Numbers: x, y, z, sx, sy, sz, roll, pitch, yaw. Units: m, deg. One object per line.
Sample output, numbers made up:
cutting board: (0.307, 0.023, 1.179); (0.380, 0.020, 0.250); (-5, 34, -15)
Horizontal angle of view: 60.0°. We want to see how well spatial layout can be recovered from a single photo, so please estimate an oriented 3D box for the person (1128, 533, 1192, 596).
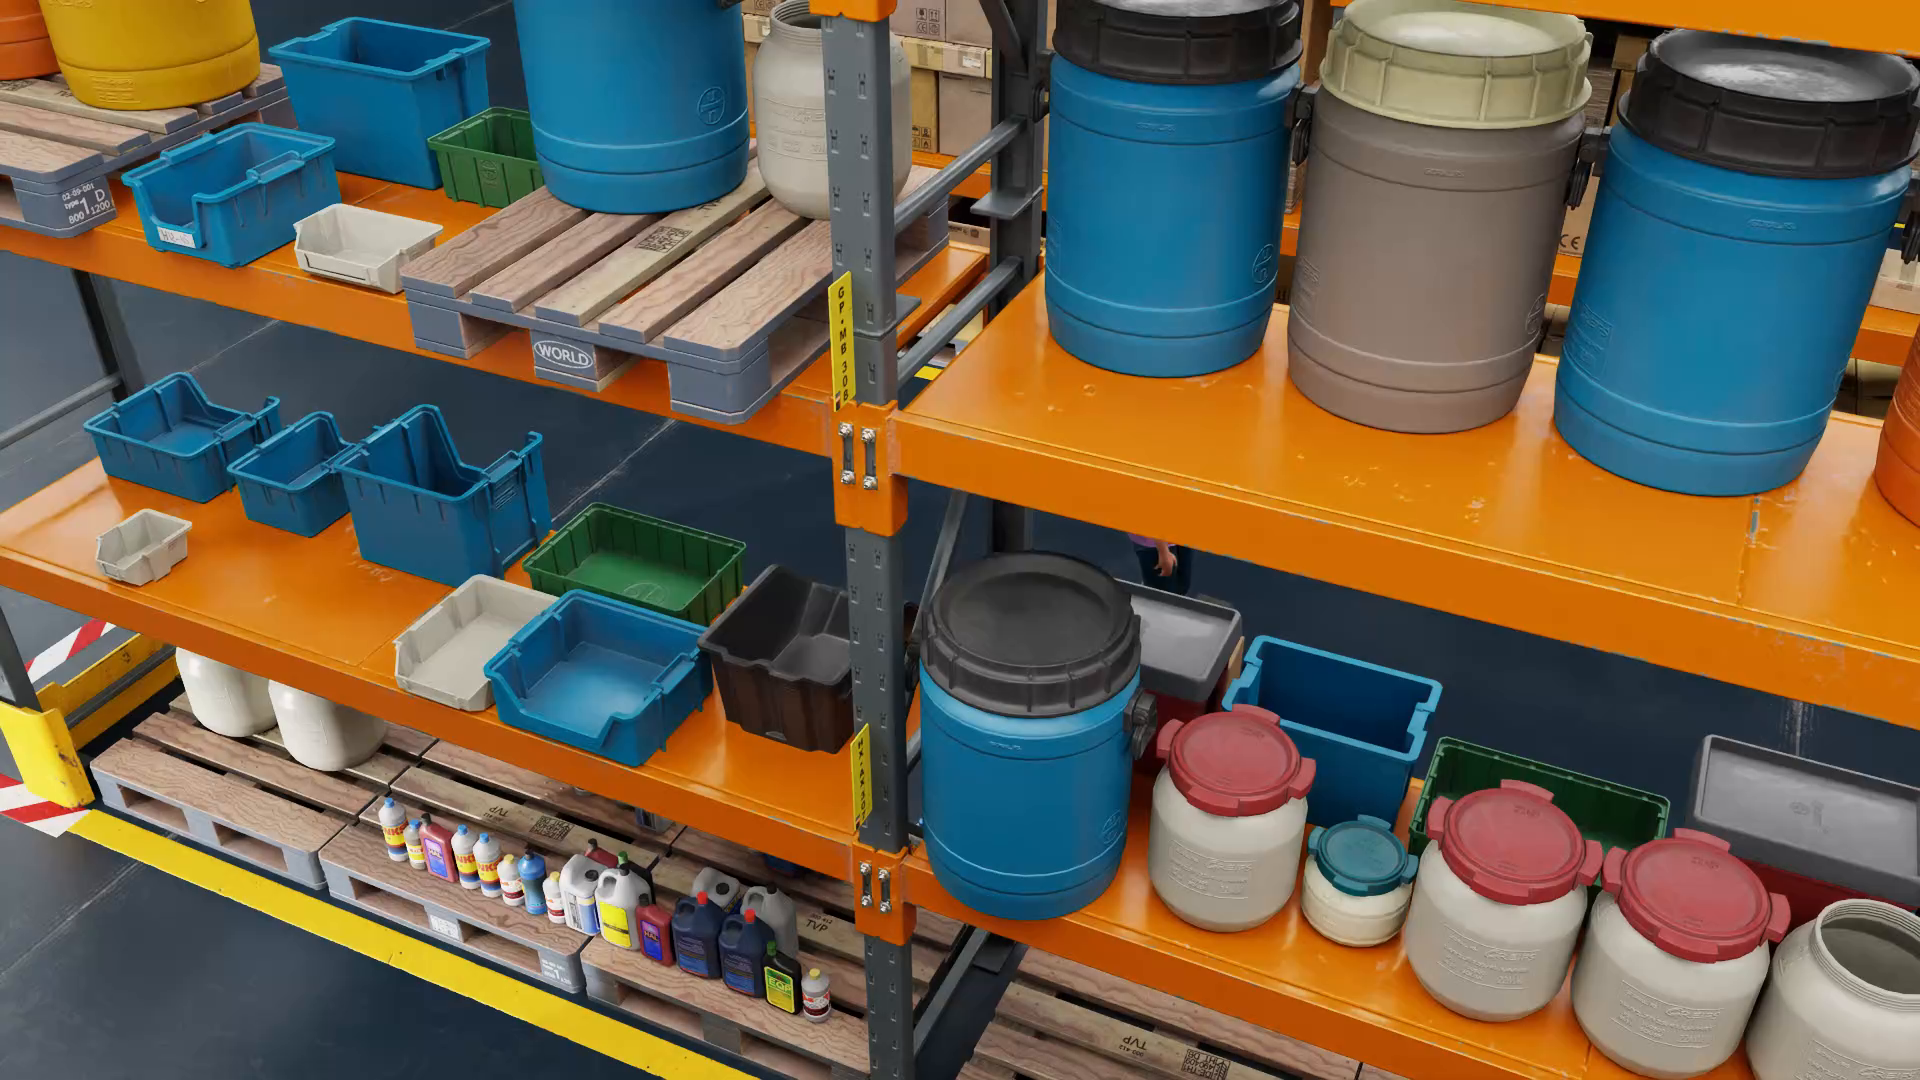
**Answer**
person: (0.903, -0.034, 7.201); (0.340, 1.594, 0.484); (13, 36, 18)
